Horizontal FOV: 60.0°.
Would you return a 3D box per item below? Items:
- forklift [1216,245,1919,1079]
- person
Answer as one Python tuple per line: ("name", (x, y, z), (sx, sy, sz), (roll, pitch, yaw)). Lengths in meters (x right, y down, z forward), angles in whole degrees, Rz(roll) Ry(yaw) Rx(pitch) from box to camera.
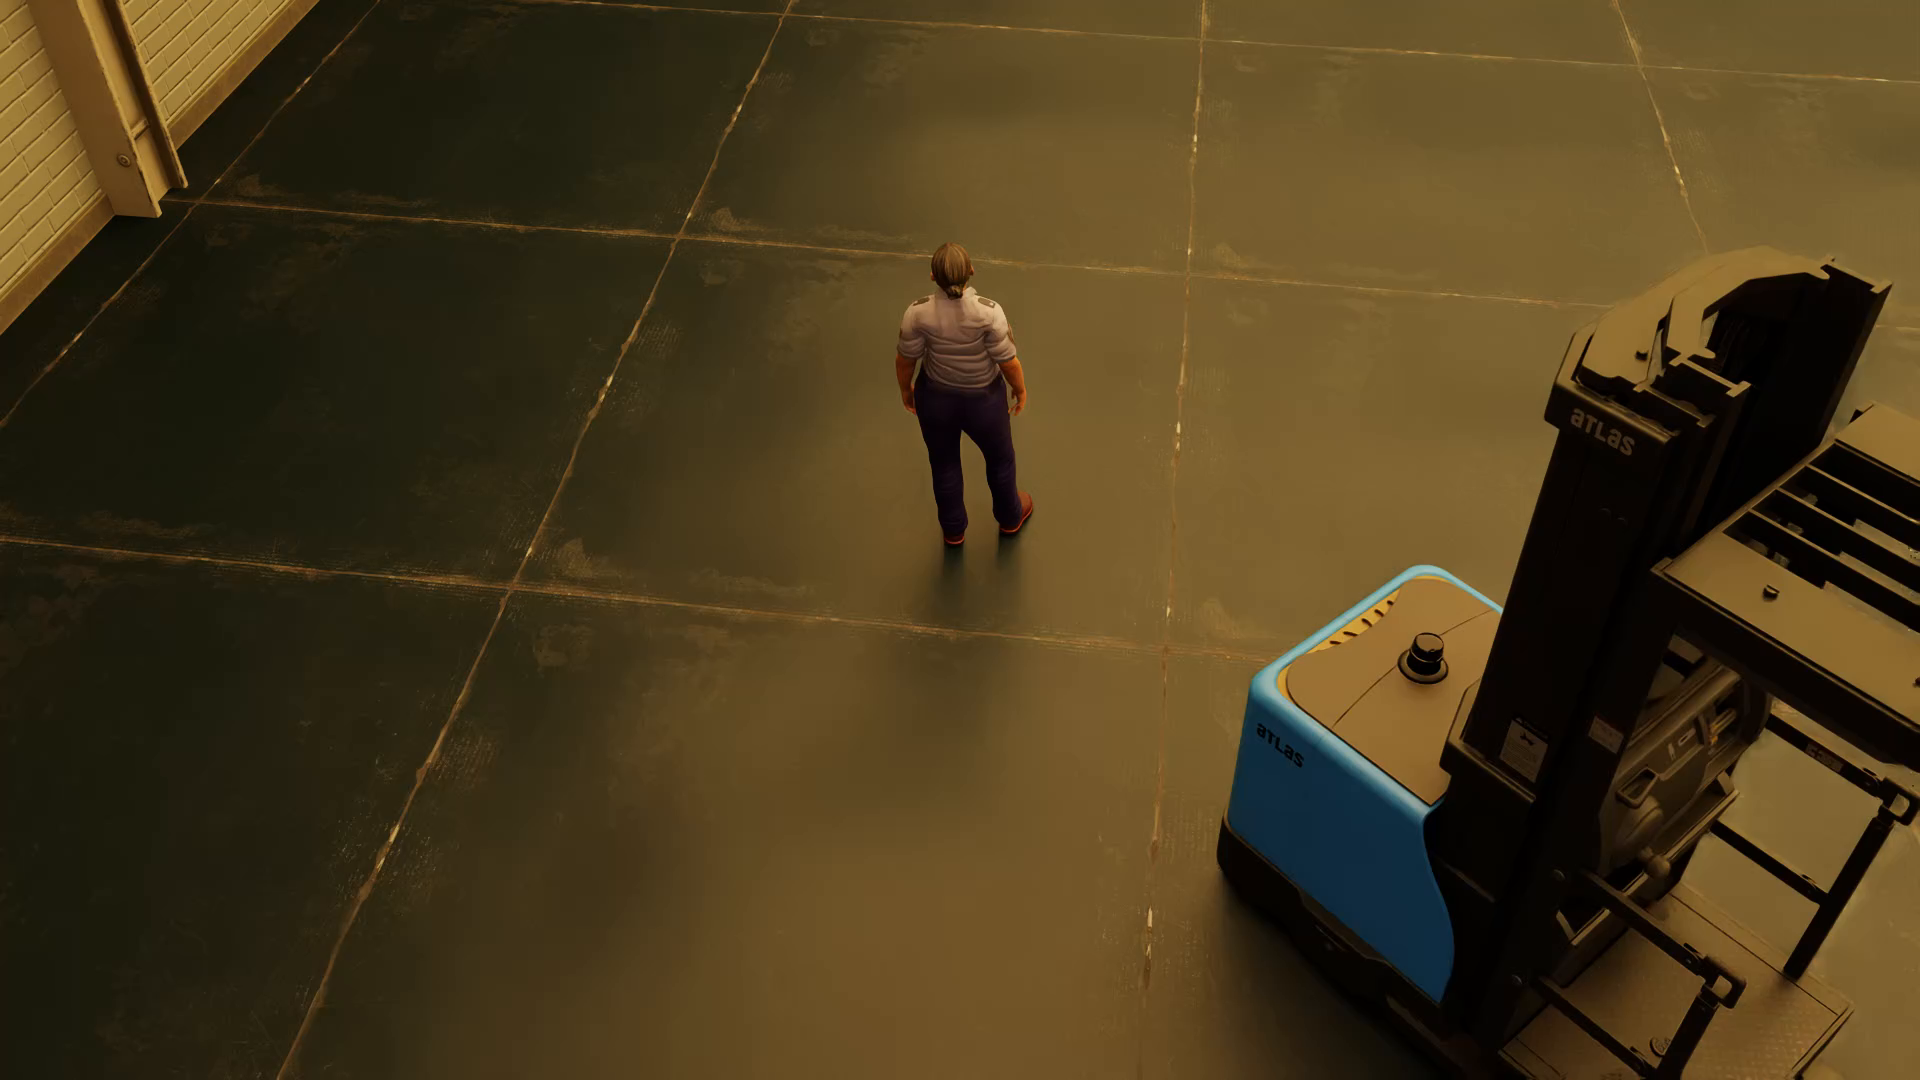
("forklift", (2.325, 0.753, 4.905), (1.130, 2.935, 3.031), (-30, 50, -28))
("person", (0.035, -0.670, 7.391), (0.598, 1.651, 0.503), (5, 43, 6))
